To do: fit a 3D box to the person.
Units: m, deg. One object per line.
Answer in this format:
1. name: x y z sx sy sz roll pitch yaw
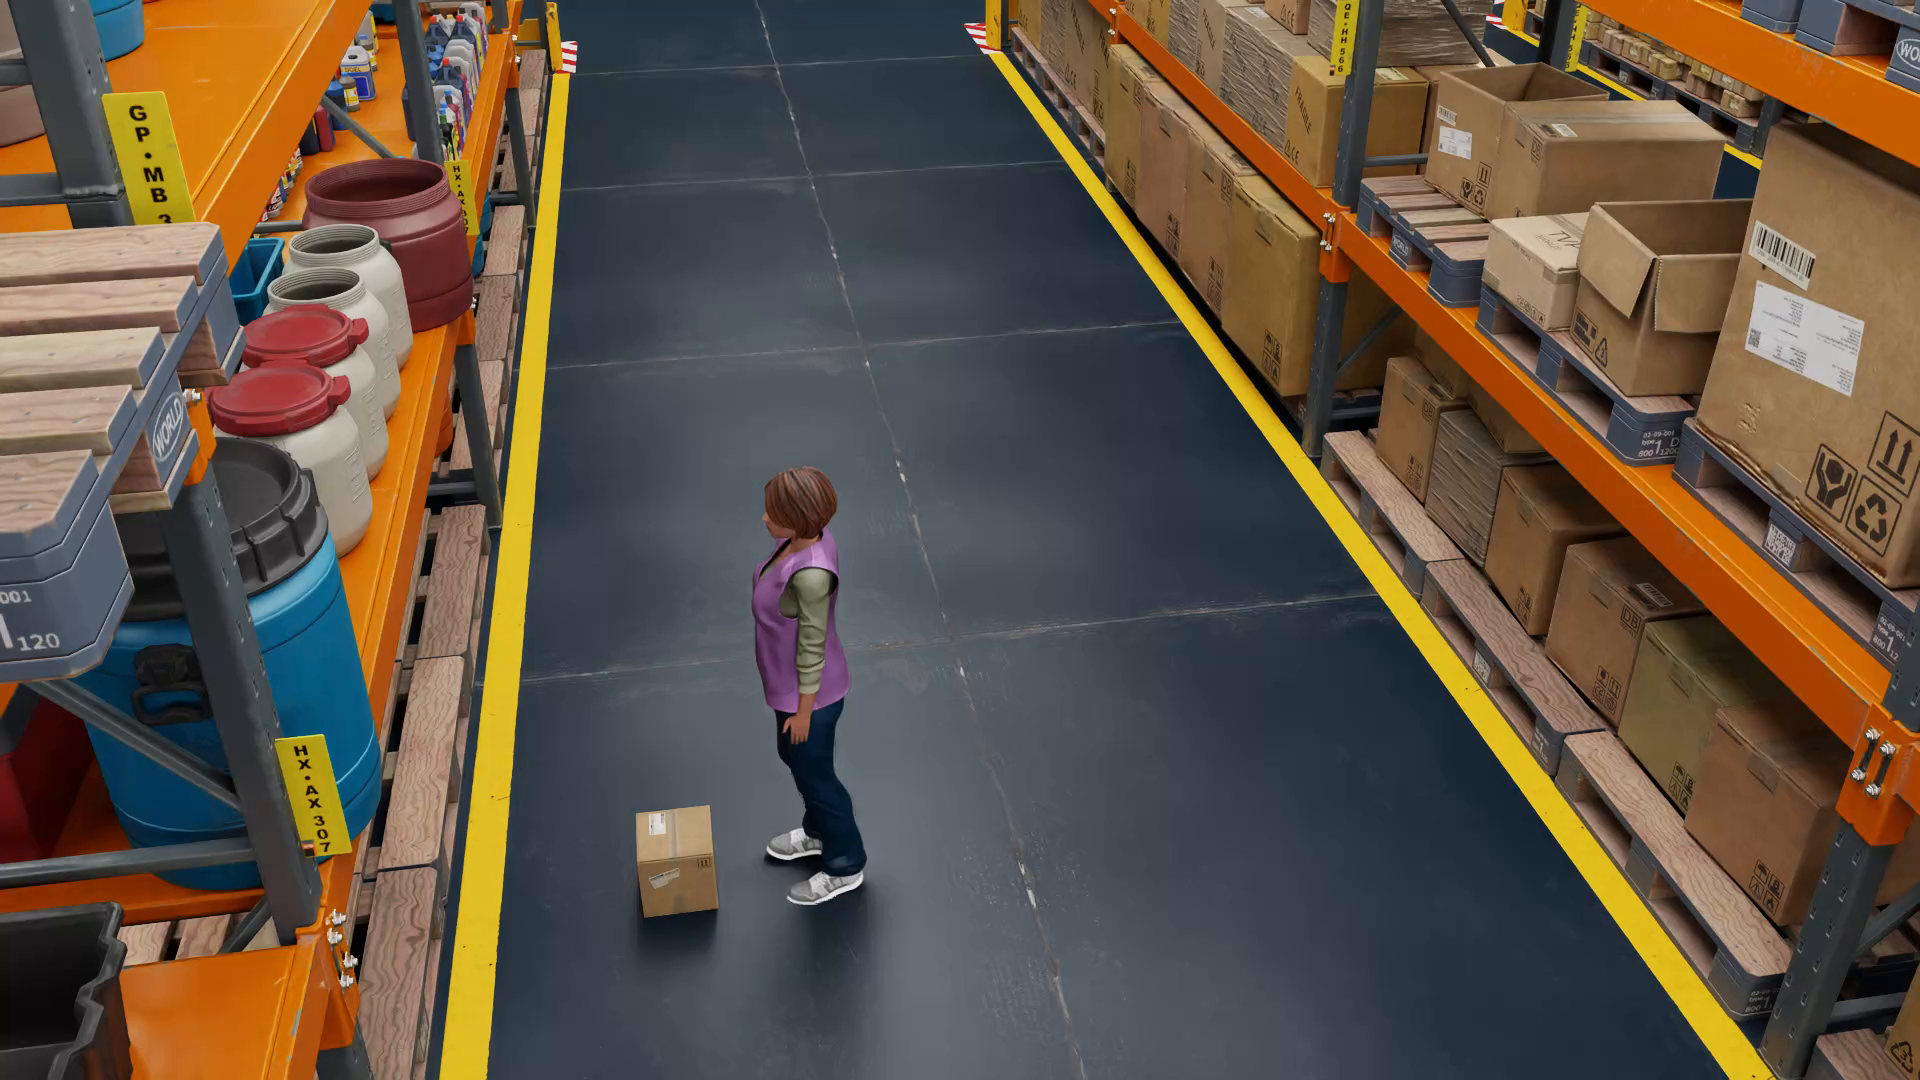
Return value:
1. person: -0.494 0.481 5.361 0.338 1.612 0.406 -5 31 -8
